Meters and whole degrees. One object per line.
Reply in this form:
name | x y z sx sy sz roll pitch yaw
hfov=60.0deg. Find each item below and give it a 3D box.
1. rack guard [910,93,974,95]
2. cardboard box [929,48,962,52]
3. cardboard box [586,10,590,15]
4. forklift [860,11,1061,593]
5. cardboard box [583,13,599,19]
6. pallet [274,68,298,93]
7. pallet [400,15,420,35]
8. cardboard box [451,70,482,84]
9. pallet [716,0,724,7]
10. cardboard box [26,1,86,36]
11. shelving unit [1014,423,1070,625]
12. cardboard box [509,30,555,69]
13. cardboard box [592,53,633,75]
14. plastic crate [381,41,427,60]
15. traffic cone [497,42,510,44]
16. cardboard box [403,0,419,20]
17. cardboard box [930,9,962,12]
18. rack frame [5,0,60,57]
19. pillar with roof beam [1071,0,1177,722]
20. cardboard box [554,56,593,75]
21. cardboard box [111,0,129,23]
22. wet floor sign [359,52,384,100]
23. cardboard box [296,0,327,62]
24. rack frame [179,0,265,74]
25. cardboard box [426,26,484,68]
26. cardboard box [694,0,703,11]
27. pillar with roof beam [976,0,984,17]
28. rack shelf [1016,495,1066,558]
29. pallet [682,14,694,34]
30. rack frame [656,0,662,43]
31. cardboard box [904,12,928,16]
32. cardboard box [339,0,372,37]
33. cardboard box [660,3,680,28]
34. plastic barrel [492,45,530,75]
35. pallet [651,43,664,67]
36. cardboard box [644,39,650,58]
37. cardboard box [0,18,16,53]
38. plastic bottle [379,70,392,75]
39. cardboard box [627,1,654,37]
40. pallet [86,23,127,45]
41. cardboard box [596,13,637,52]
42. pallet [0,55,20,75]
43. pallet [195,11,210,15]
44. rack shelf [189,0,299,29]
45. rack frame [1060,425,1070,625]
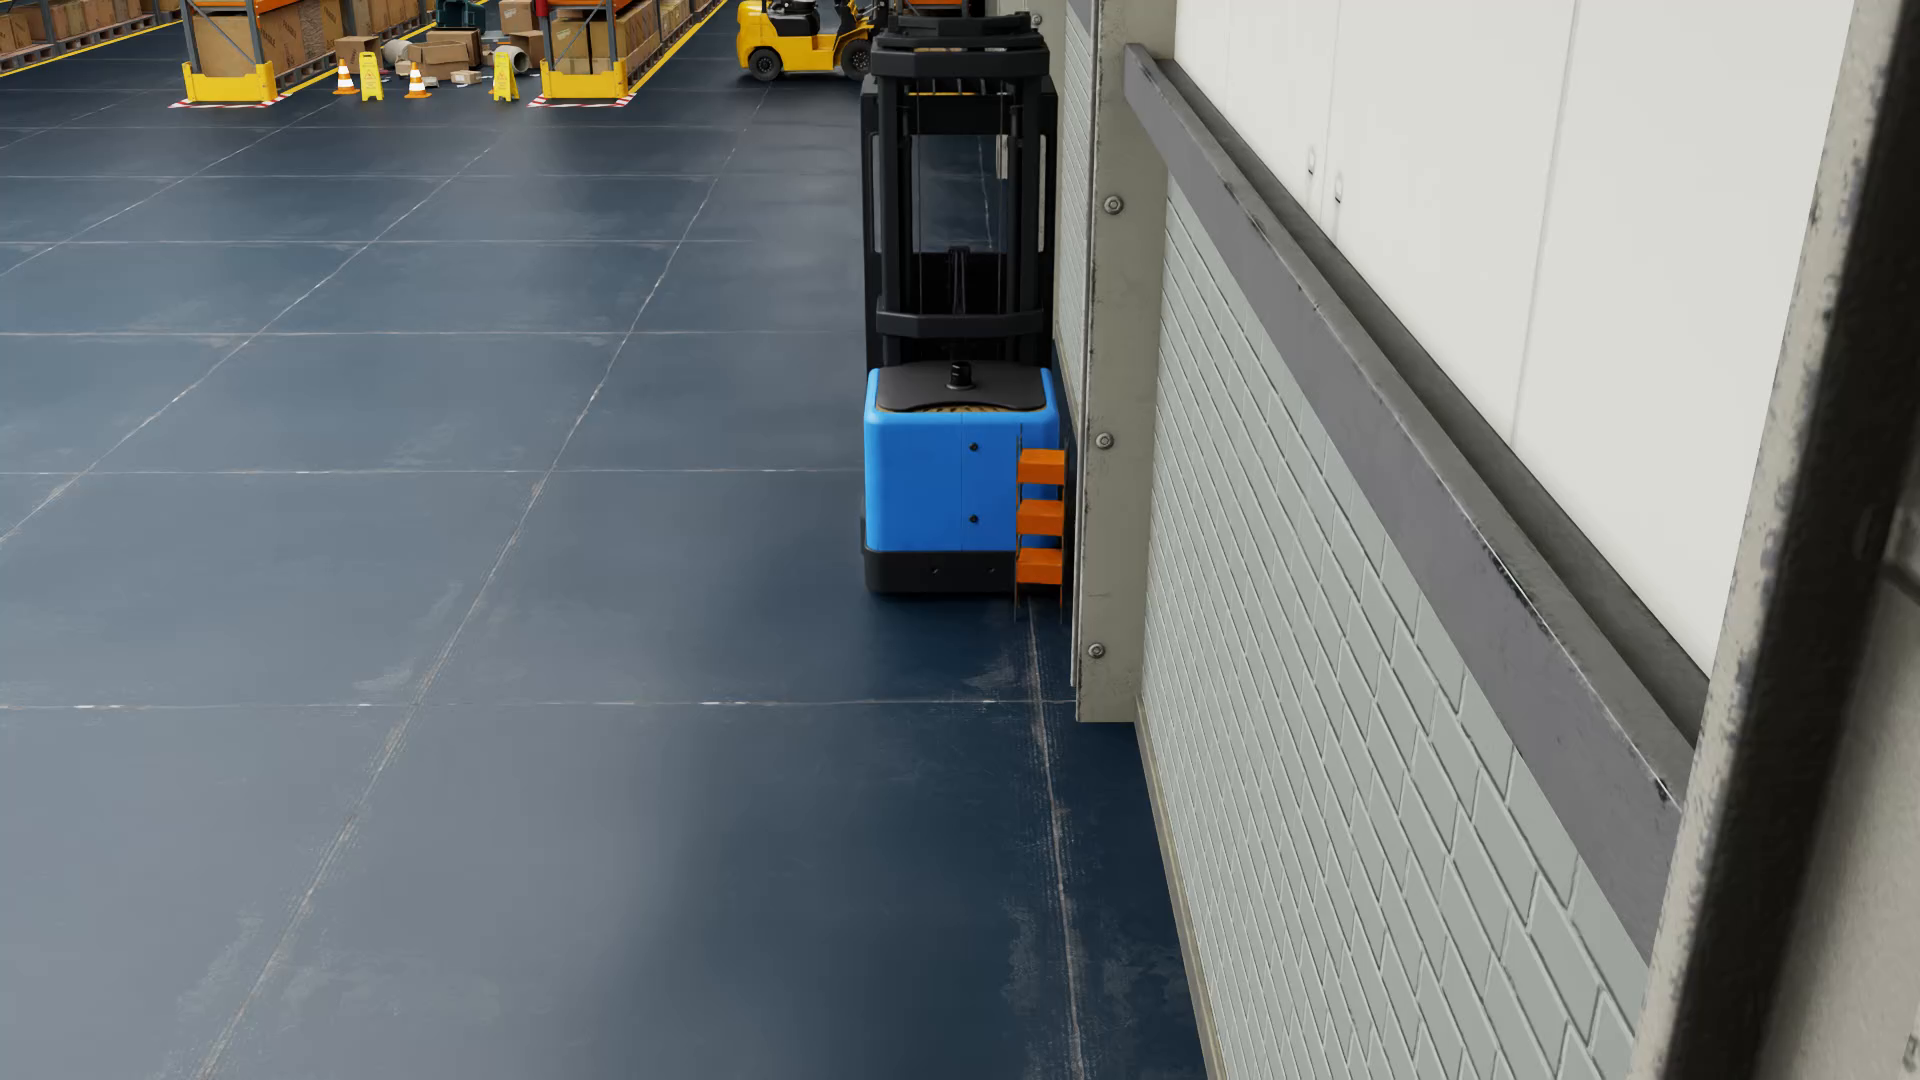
rack guard | -0.387 -6.567 23.664 1.175 0.500 0.348 0 24 -1
cardboard box | -0.185 -7.077 23.978 0.500 0.250 0.500 0 24 0
cardboard box | -5.691 -7.851 24.600 0.380 0.149 0.250 0 24 0
forklift | -0.009 -1.613 9.759 1.130 2.935 3.031 0 24 -1
cardboard box | -5.629 -7.516 24.646 0.500 0.500 0.500 1 24 1
pallet | -10.386 -6.687 24.279 1.003 0.211 1.213 0 24 -1
pallet | -10.453 -9.329 30.121 1.003 0.211 1.213 0 24 -1
cardboard box | -7.385 -6.924 24.879 0.380 0.149 0.250 13 27 27
pallet | -5.398 -11.049 33.923 1.003 0.211 1.213 0 24 -1
cardboard box | -15.275 -8.807 28.082 0.700 0.500 0.500 0 24 -1
shelving unit | 0.425 -0.076 8.643 0.252 1.050 0.215 3 25 8
cardboard box | -6.743 -7.755 26.287 0.500 0.500 0.500 19 30 35
cardboard box | -5.083 -6.964 24.335 0.500 0.250 0.500 0 24 -1
plastic crate | -9.031 -7.956 27.043 0.450 0.188 0.662 3 22 31
traffic cone | -7.811 -8.804 28.655 0.336 0.463 0.334 0 24 -1
cardboard box | -10.470 -9.840 30.087 1.050 0.750 0.750 -1 24 -1
cardboard box | -0.206 -7.932 25.262 0.500 0.250 0.500 -1 24 -2
rack frame | -15.304 -9.296 26.664 1.000 3.000 0.127 0 24 -1
pillar with roof beam | -3.602 -3.304 6.135 9.100 9.000 0.400 0 24 -1
cardboard box | -5.629 -6.972 24.353 0.500 0.250 0.500 0 24 -1
cardboard box | -15.301 -9.501 29.617 0.700 0.500 0.500 -2 24 -5
wet floor sign | -8.319 -6.553 23.455 0.267 0.644 0.232 -4 25 -10
cardboard box | -10.392 -7.869 25.577 0.875 0.875 0.875 0 24 0
rack frame | -10.299 -7.628 22.976 1.000 3.000 0.127 0 24 -1
cardboard box | -7.920 -7.714 26.031 0.797 0.637 0.503 0 24 -1
cardboard box | -5.362 -10.497 31.388 0.875 0.875 0.875 0 24 -1
pillar with roof beam | -3.864 -13.193 28.001 9.100 9.000 0.400 0 24 -1
rack shelf | 0.425 -0.066 8.648 0.240 0.259 0.215 3 25 8
pallet | -5.431 -9.396 30.269 1.003 0.211 1.213 0 24 -1
rack frame | -5.394 -9.340 26.762 1.000 3.000 0.127 0 24 -1
cardboard box | -0.731 -7.717 24.786 0.500 0.250 0.500 0 24 0
cardboard box | -10.440 -8.698 27.563 1.050 0.750 0.750 0 24 -1
cardboard box | -5.423 -9.133 28.983 0.950 0.372 0.625 1 24 1
plastic barrel | -6.887 -7.363 25.515 0.512 0.421 0.421 19 30 35
pallet | -5.352 -7.793 26.725 1.003 0.211 1.213 0 24 -1
cardboard box | -5.102 -7.608 25.758 0.500 0.250 0.500 0 24 0
cardboard box | -15.326 -7.947 26.206 0.500 0.500 0.500 8 25 16
plastic bottle | -8.900 -7.202 25.600 0.283 0.061 0.133 -9 26 -19
cardboard box | -5.112 -8.168 26.088 0.500 0.500 0.500 0 24 0
pallet | -15.330 -8.850 29.062 1.003 0.211 1.213 0 24 -1
cardboard box | -5.094 -7.531 24.679 0.500 0.500 0.500 -1 24 -3
pallet | -15.245 -7.245 25.512 1.003 0.211 1.213 0 24 -1
pallet | -15.291 -10.500 32.710 1.003 0.211 1.213 0 24 -1
rack shelf | -10.321 -8.125 24.947 1.077 0.370 4.000 0 24 -1
rack frame | 0.546 -0.069 8.627 0.008 1.050 0.200 3 25 8
